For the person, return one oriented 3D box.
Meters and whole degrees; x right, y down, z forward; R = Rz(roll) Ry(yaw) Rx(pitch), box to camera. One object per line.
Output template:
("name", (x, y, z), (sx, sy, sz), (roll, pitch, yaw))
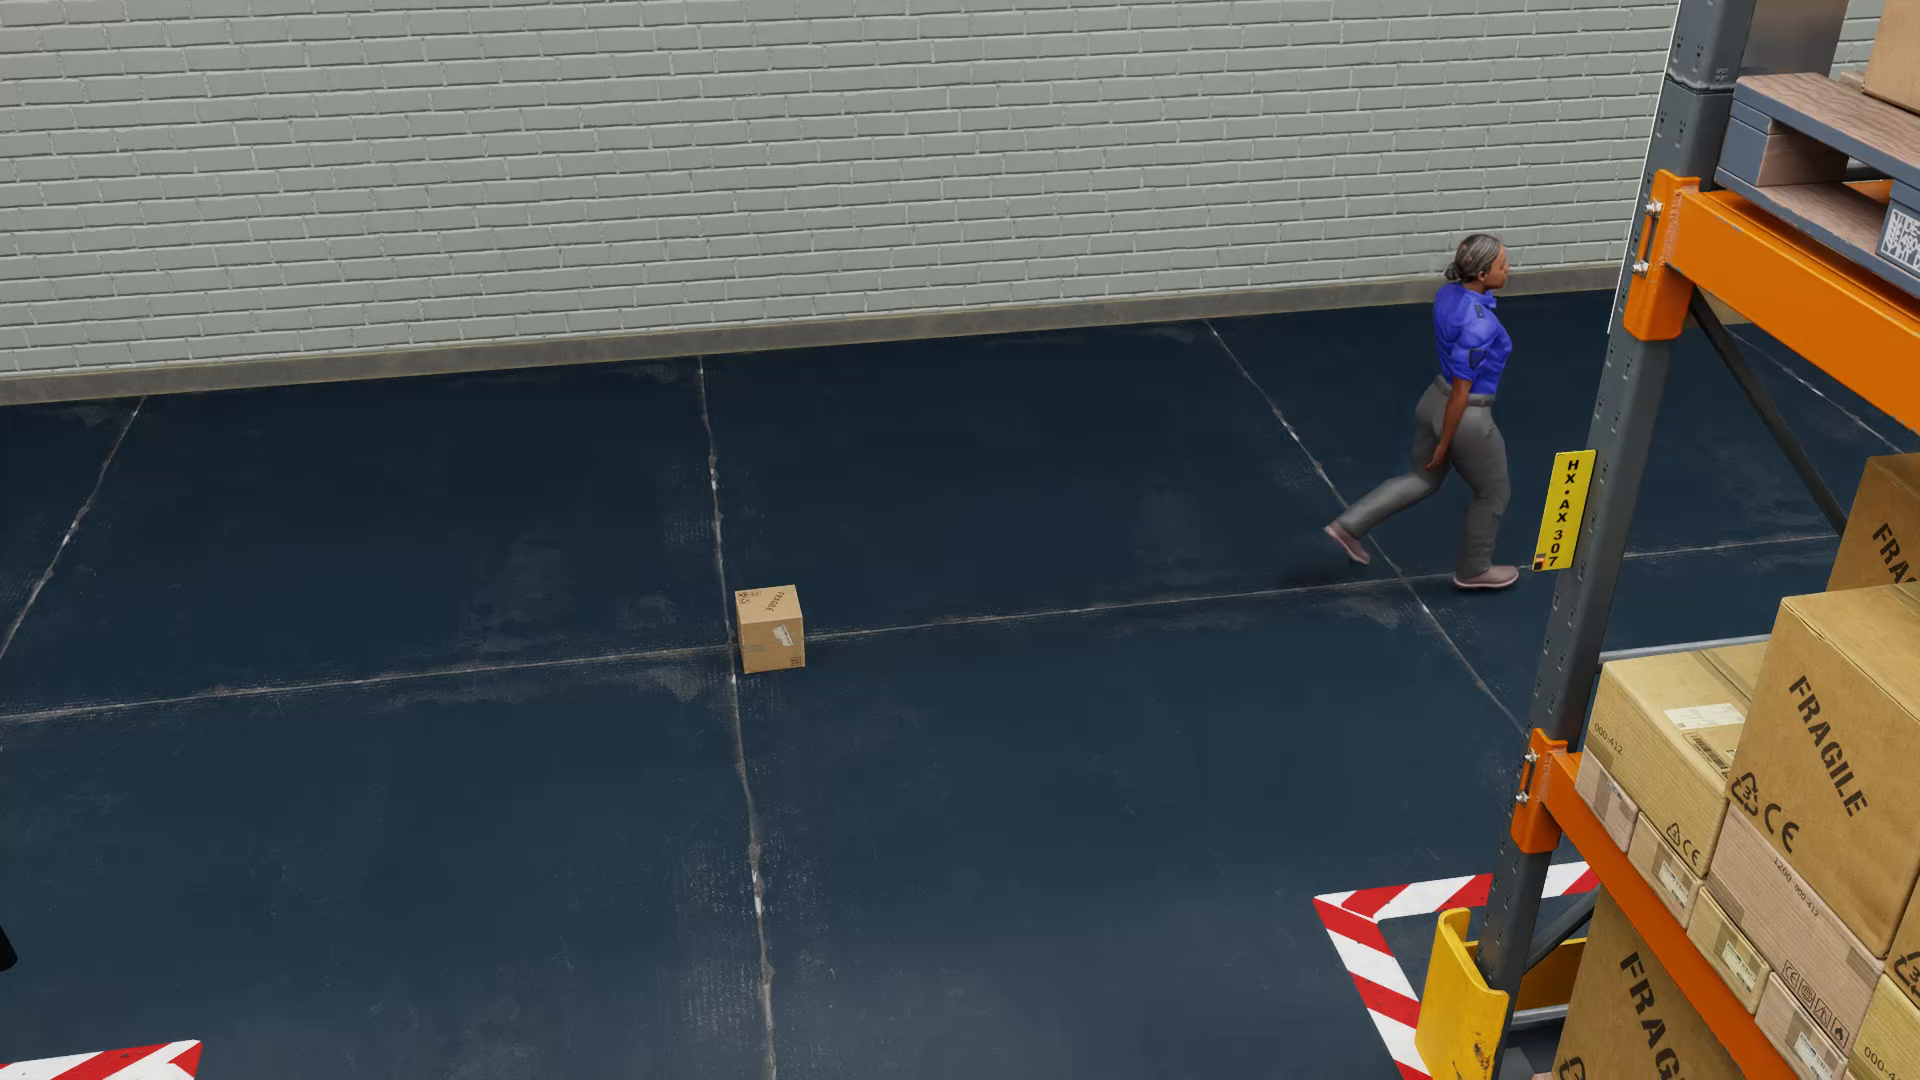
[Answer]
("person", (2.040, -0.515, 6.971), (0.859, 1.615, 0.436), (-5, 31, -9))
